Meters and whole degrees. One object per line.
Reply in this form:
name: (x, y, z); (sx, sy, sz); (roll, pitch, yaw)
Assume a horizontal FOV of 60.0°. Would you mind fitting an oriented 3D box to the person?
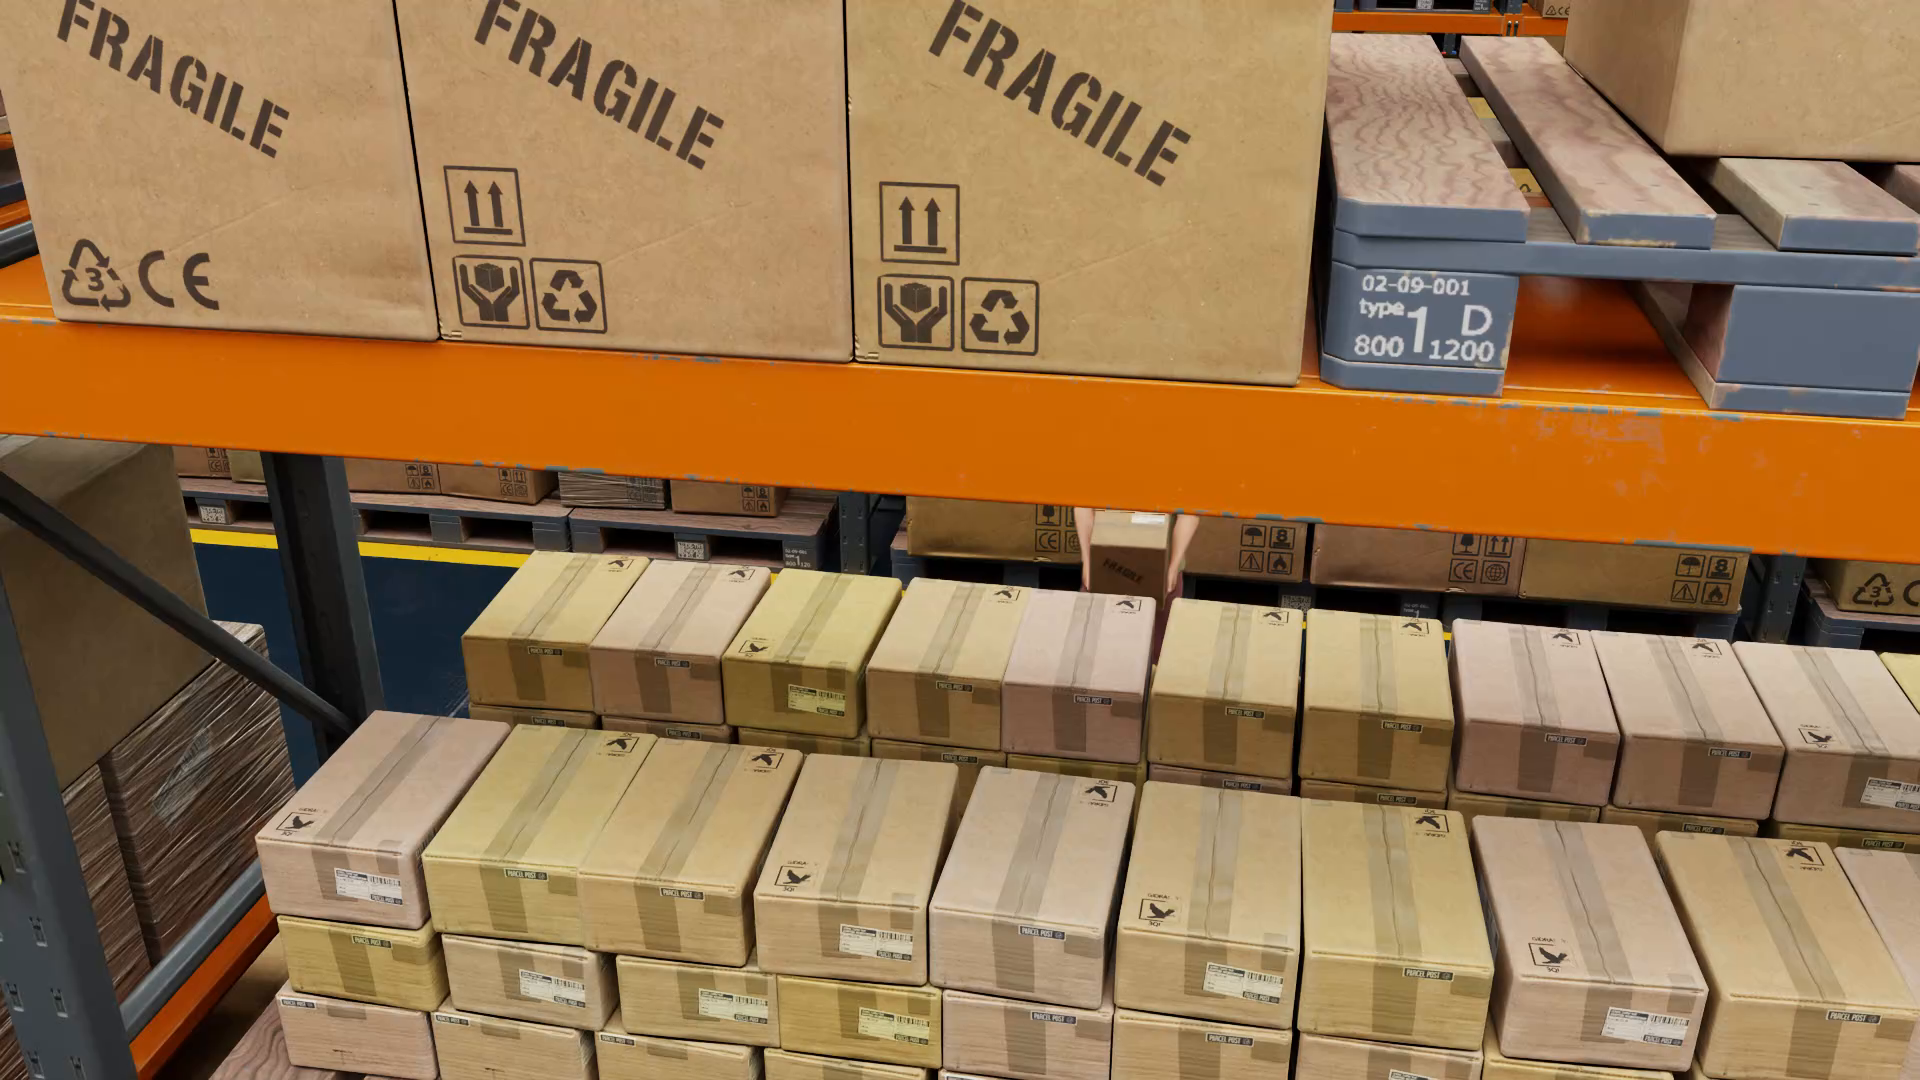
person: (0.624, 0.133, 5.837); (0.518, 1.663, 0.408); (3, 25, 6)
